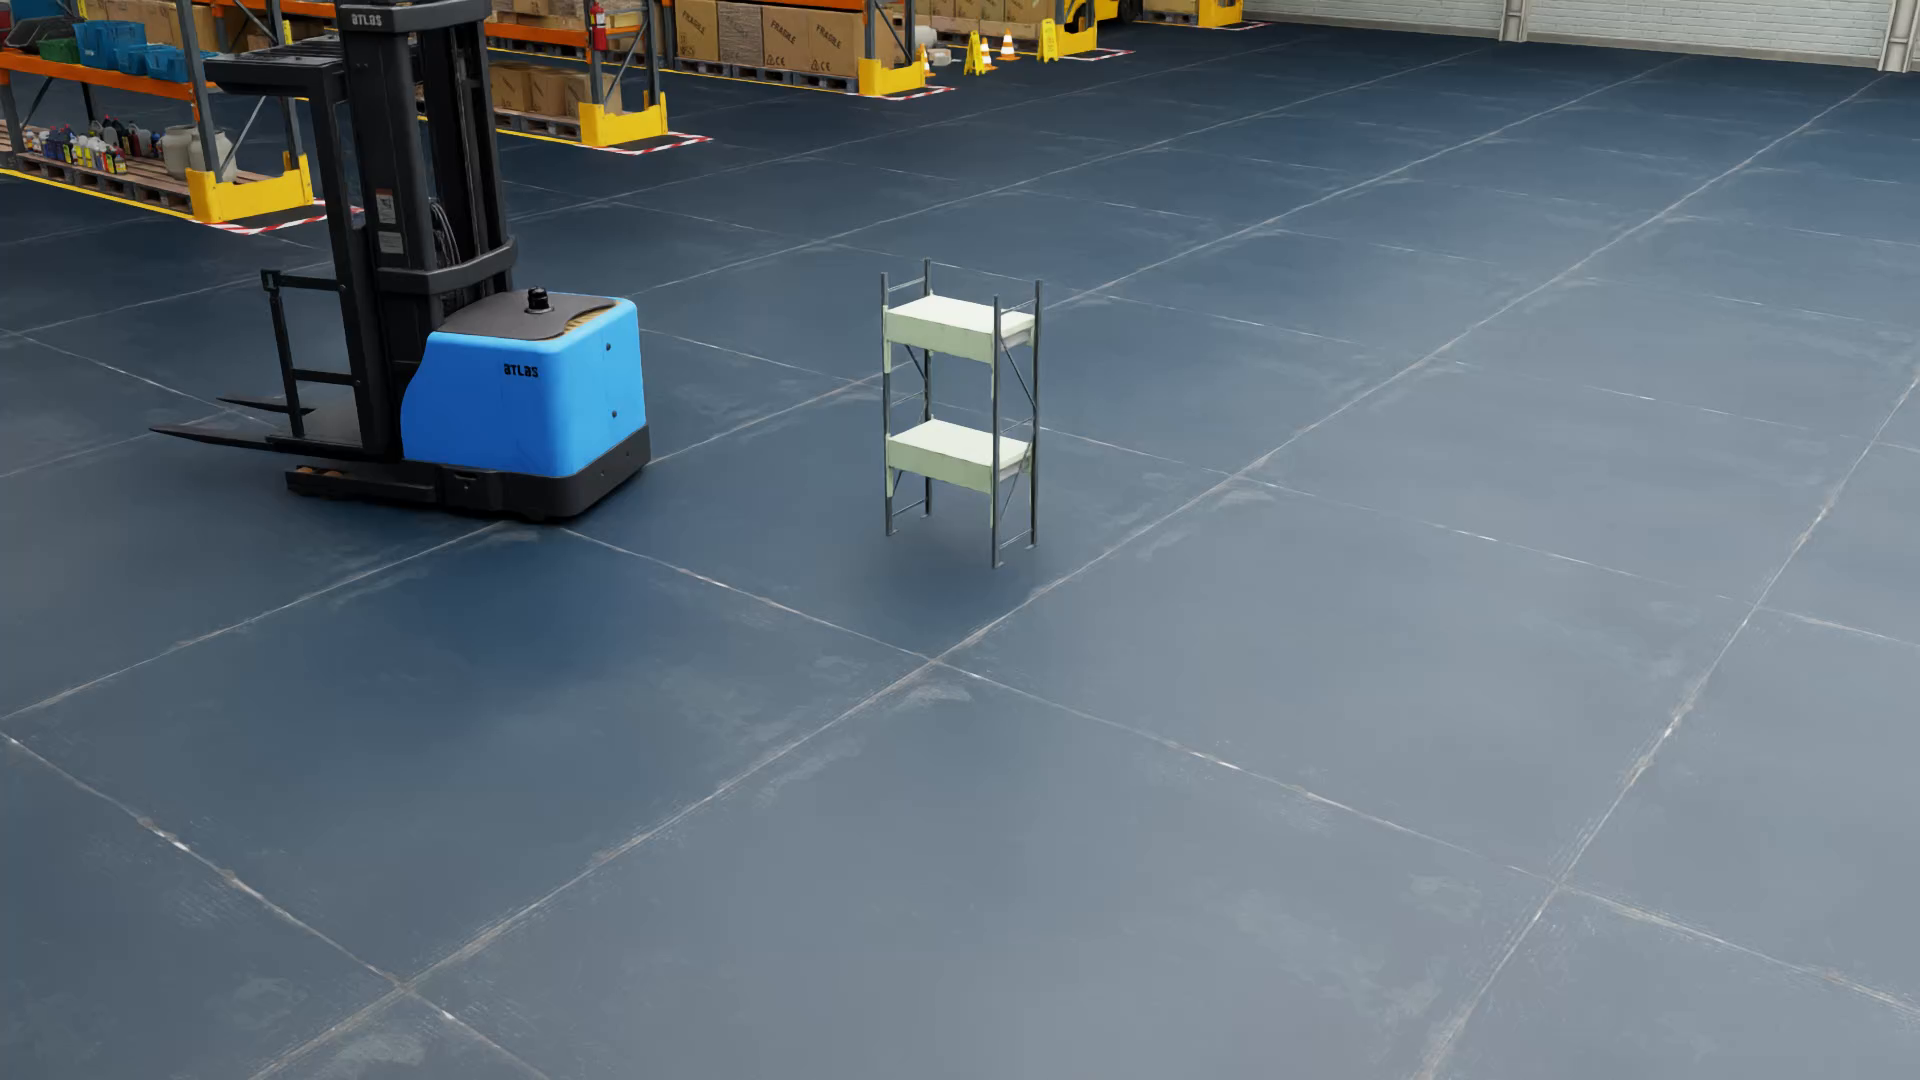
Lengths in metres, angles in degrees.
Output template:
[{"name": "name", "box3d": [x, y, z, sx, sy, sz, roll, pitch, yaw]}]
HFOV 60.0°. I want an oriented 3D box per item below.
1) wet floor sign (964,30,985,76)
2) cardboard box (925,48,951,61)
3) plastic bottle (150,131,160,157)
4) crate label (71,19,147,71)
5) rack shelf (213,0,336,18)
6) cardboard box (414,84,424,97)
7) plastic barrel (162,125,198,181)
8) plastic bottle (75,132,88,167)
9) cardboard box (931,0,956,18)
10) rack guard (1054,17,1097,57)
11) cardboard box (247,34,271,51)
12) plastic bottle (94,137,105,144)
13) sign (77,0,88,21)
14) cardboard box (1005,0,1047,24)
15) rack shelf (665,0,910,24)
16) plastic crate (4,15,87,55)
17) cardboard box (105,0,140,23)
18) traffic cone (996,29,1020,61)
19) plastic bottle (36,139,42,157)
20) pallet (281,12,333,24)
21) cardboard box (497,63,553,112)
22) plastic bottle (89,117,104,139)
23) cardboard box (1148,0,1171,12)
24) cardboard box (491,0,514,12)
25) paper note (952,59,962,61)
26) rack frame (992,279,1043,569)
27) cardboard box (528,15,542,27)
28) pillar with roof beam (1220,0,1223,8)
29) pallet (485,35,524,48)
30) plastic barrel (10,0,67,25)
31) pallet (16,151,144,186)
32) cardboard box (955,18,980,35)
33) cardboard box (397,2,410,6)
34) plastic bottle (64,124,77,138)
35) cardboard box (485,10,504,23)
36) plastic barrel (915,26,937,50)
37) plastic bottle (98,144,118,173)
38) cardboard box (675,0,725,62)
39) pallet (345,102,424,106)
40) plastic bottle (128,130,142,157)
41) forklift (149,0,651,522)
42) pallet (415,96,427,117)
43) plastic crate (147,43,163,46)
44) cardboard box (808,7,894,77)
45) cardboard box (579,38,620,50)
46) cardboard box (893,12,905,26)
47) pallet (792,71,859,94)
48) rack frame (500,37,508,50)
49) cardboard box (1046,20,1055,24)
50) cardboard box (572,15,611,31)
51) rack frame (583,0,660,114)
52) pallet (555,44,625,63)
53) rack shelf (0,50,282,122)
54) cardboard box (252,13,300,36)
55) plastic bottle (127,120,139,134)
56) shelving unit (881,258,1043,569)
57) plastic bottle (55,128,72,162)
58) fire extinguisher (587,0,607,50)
[{"name": "wet floor sign", "box3d": [0.217, -7.416, 25.281, 0.232, 0.644, 0.267, 12, 26, 24]}, {"name": "cardboard box", "box3d": [-0.365, -7.843, 26.867, 0.380, 0.149, 0.250, -10, 26, -21]}, {"name": "plastic bottle", "box3d": [-8.800, -4.335, 18.207, 0.097, 0.271, 0.097, 0, 24, 0]}, {"name": "crate label", "box3d": [-8.654, -5.061, 16.973, 0.616, 0.435, 0.502, 17, 29, 33]}, {"name": "rack shelf", "box3d": [-8.850, -7.407, 23.233, 4.000, 0.370, 1.077, 17, 29, 33]}, {"name": "cardboard box", "box3d": [-6.954, -6.191, 22.161, 0.500, 0.500, 0.500, 16, 28, 32]}, {"name": "plastic barrel", "box3d": [-7.993, -3.997, 17.166, 0.421, 0.512, 0.421, 0, 24, 0]}, {"name": "plastic bottle", "box3d": [-9.332, -4.166, 17.725, 0.185, 0.351, 0.144, 17, 29, 33]}, {"name": "cardboard box", "box3d": [-0.147, -9.246, 28.473, 0.500, 0.500, 0.500, 19, 30, 36]}, {"name": "rack guard", "box3d": [1.834, -8.357, 27.598, 0.348, 0.500, 1.175, 17, 29, 33]}, {"name": "cardboard box", "box3d": [-9.902, -7.122, 24.248, 0.500, 0.500, 0.700, 15, 28, 31]}, {"name": "plastic bottle", "box3d": [-9.263, -4.186, 17.863, 0.135, 0.276, 0.152, 17, 29, 33]}, {"name": "sign", "box3d": [-9.881, -5.956, 18.705, 0.005, 0.325, 0.100, 17, 29, 33]}, {"name": "cardboard box", "box3d": [1.097, -8.869, 27.619, 0.500, 0.500, 0.500, 17, 29, 34]}, {"name": "rack shelf", "box3d": [-2.594, -8.016, 24.615, 4.000, 0.370, 1.077, 17, 29, 33]}, {"name": "plastic crate", "box3d": [-9.878, -5.459, 17.996, 0.504, 0.338, 0.767, 17, 29, 33]}, {"name": "cardboard box", "box3d": [-12.412, -8.043, 25.899, 0.875, 0.875, 1.225, 16, 28, 32]}, {"name": "traffic cone", "box3d": [0.777, -8.010, 26.855, 0.334, 0.463, 0.336, 17, 29, 33]}, {"name": "plastic bottle", "box3d": [-10.065, -4.308, 18.232, 0.097, 0.201, 0.097, 0, 24, 0]}, {"name": "pallet", "box3d": [-12.135, -9.933, 31.532, 1.213, 0.211, 1.003, 17, 29, 33]}, {"name": "cardboard box", "box3d": [-5.527, -5.781, 21.230, 0.500, 0.500, 0.500, 20, 31, 38]}, {"name": "plastic bottle", "box3d": [-9.618, -4.535, 18.561, 0.185, 0.351, 0.144, 17, 29, 33]}, {"name": "cardboard box", "box3d": [3.911, -10.154, 31.465, 0.500, 0.250, 0.500, 17, 29, 33]}, {"name": "cardboard box", "box3d": [-5.319, -6.826, 20.530, 0.500, 0.500, 0.875, 17, 29, 33]}, {"name": "paper note", "box3d": [-0.056, -7.710, 26.712, 0.142, 0.019, 0.148, 7, 25, 15]}, {"name": "rack frame", "box3d": [0.298, -0.596, 8.743, 0.023, 1.500, 0.400, 17, 29, 33]}, {"name": "cardboard box", "box3d": [-5.022, -6.343, 20.237, 0.250, 0.149, 0.380, 17, 29, 33]}, {"name": "pillar with roof beam", "box3d": [2.270, -12.901, 27.369, 0.400, 9.000, 9.100, 17, 29, 33]}, {"name": "pallet", "box3d": [-8.019, -8.709, 28.755, 1.213, 0.211, 1.003, 17, 29, 33]}, {"name": "plastic barrel", "box3d": [-10.348, -6.075, 18.697, 0.708, 0.901, 0.600, 17, 29, 33]}, {"name": "pallet", "box3d": [-9.708, -4.203, 18.527, 1.213, 0.211, 1.003, 17, 29, 33]}, {"name": "cardboard box", "box3d": [0.255, -8.778, 28.342, 0.500, 0.250, 0.500, 16, 28, 31]}, {"name": "cardboard box", "box3d": [-7.066, -6.924, 21.556, 0.250, 0.149, 0.380, 17, 29, 33]}, {"name": "plastic bottle", "box3d": [-9.737, -4.361, 18.168, 0.185, 0.351, 0.144, 17, 29, 33]}, {"name": "cardboard box", "box3d": [-5.664, -6.502, 20.598, 0.250, 0.149, 0.380, 17, 29, 33]}, {"name": "plastic barrel", "box3d": [-0.666, -8.315, 27.597, 0.512, 0.421, 0.421, -5, 24, -12]}, {"name": "plastic bottle", "box3d": [-8.937, -4.015, 17.474, 0.135, 0.276, 0.152, 17, 29, 34]}, {"name": "cardboard box", "box3d": [-3.733, -7.874, 25.515, 0.875, 0.875, 0.875, 17, 29, 34]}, {"name": "pallet", "box3d": [-7.874, -6.164, 22.979, 1.213, 0.211, 1.003, 17, 29, 33]}, {"name": "plastic bottle", "box3d": [-9.056, -4.351, 18.227, 0.133, 0.283, 0.061, 17, 29, 33]}, {"name": "forklift", "box3d": [-3.468, -1.775, 9.643, 3.031, 2.935, 1.130, 7, 25, 16]}, {"name": "pallet", "box3d": [-6.691, -5.826, 22.210, 1.213, 0.211, 1.003, 17, 29, 33]}, {"name": "plastic crate", "box3d": [-8.769, -5.223, 17.711, 0.437, 0.136, 0.530, 17, 29, 33]}, {"name": "cardboard box", "box3d": [-1.576, -7.224, 24.039, 0.875, 0.875, 0.875, 17, 29, 34]}, {"name": "cardboard box", "box3d": [-5.514, -8.347, 26.743, 0.750, 0.750, 1.050, 17, 29, 33]}, {"name": "cardboard box", "box3d": [-0.996, -9.154, 29.196, 0.500, 0.250, 0.500, 15, 28, 31]}, {"name": "pallet", "box3d": [-1.680, -6.753, 24.316, 1.213, 0.211, 1.003, 17, 29, 33]}, {"name": "rack frame", "box3d": [-7.395, -9.796, 27.763, 0.127, 3.000, 1.000, 17, 29, 33]}, {"name": "cardboard box", "box3d": [1.415, -8.701, 28.167, 0.500, 0.250, 0.500, 17, 29, 33]}, {"name": "cardboard box", "box3d": [-4.401, -6.173, 19.851, 0.250, 0.149, 0.380, 17, 29, 33]}, {"name": "rack frame", "box3d": [-4.049, -6.285, 19.795, 0.127, 3.000, 1.000, 17, 29, 33]}, {"name": "pallet", "box3d": [-5.837, -8.010, 27.167, 1.213, 0.211, 1.003, 17, 29, 33]}, {"name": "rack shelf", "box3d": [-8.620, -4.842, 17.411, 4.000, 0.370, 1.077, 17, 29, 33]}, {"name": "cardboard box", "box3d": [-9.896, -7.468, 24.104, 0.500, 0.250, 0.500, 18, 30, 35]}, {"name": "plastic bottle", "box3d": [-9.120, -4.457, 18.384, 0.185, 0.351, 0.144, 17, 29, 33]}, {"name": "shelving unit", "box3d": [0.005, -0.685, 8.944, 0.755, 1.500, 0.431, 17, 29, 33]}, {"name": "plastic bottle", "box3d": [-9.672, -4.269, 17.959, 0.185, 0.351, 0.144, 15, 28, 31]}, {"name": "fire extinguisher", "box3d": [-4.234, -6.074, 19.411, 0.183, 0.674, 0.296, 17, 29, 33]}]
